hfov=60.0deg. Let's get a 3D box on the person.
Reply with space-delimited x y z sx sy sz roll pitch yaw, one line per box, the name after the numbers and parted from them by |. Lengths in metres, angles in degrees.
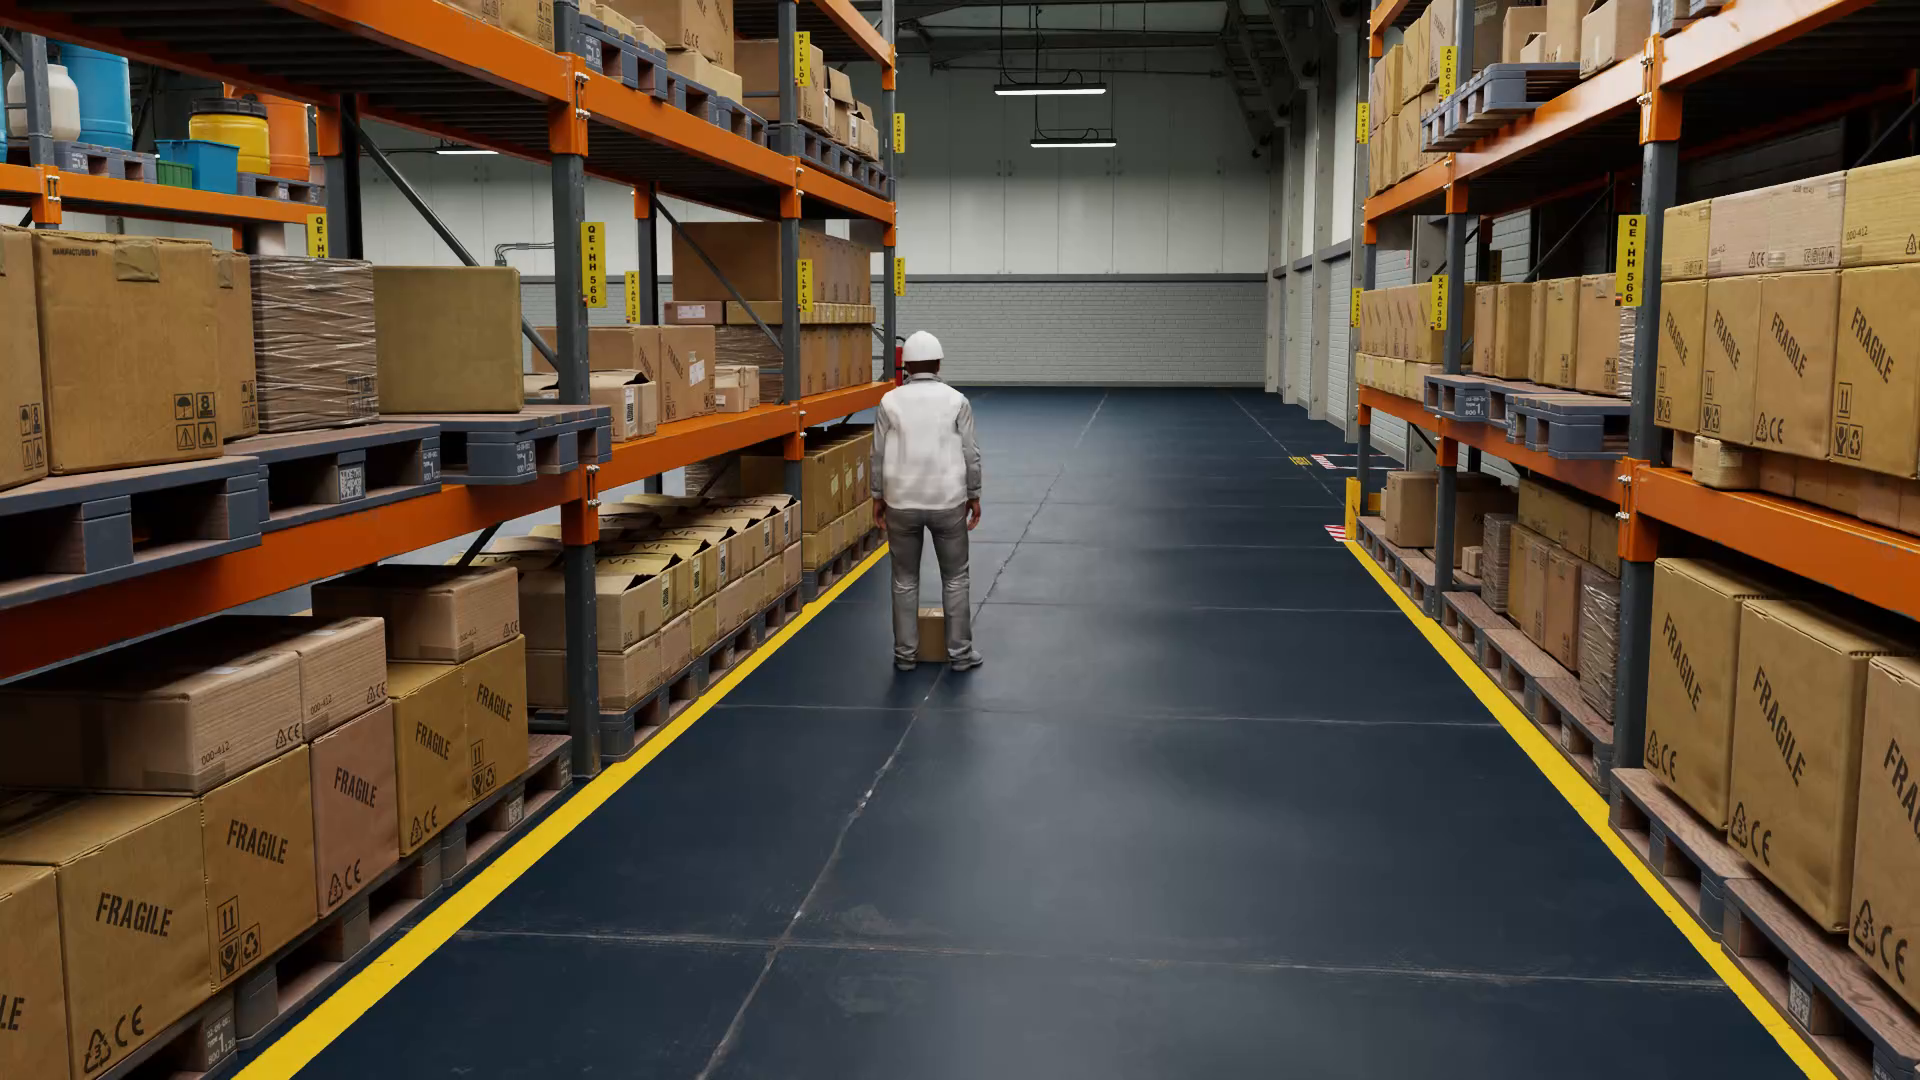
-0.178 -0.203 8.719 0.593 1.773 0.458 1 8 4 | person
